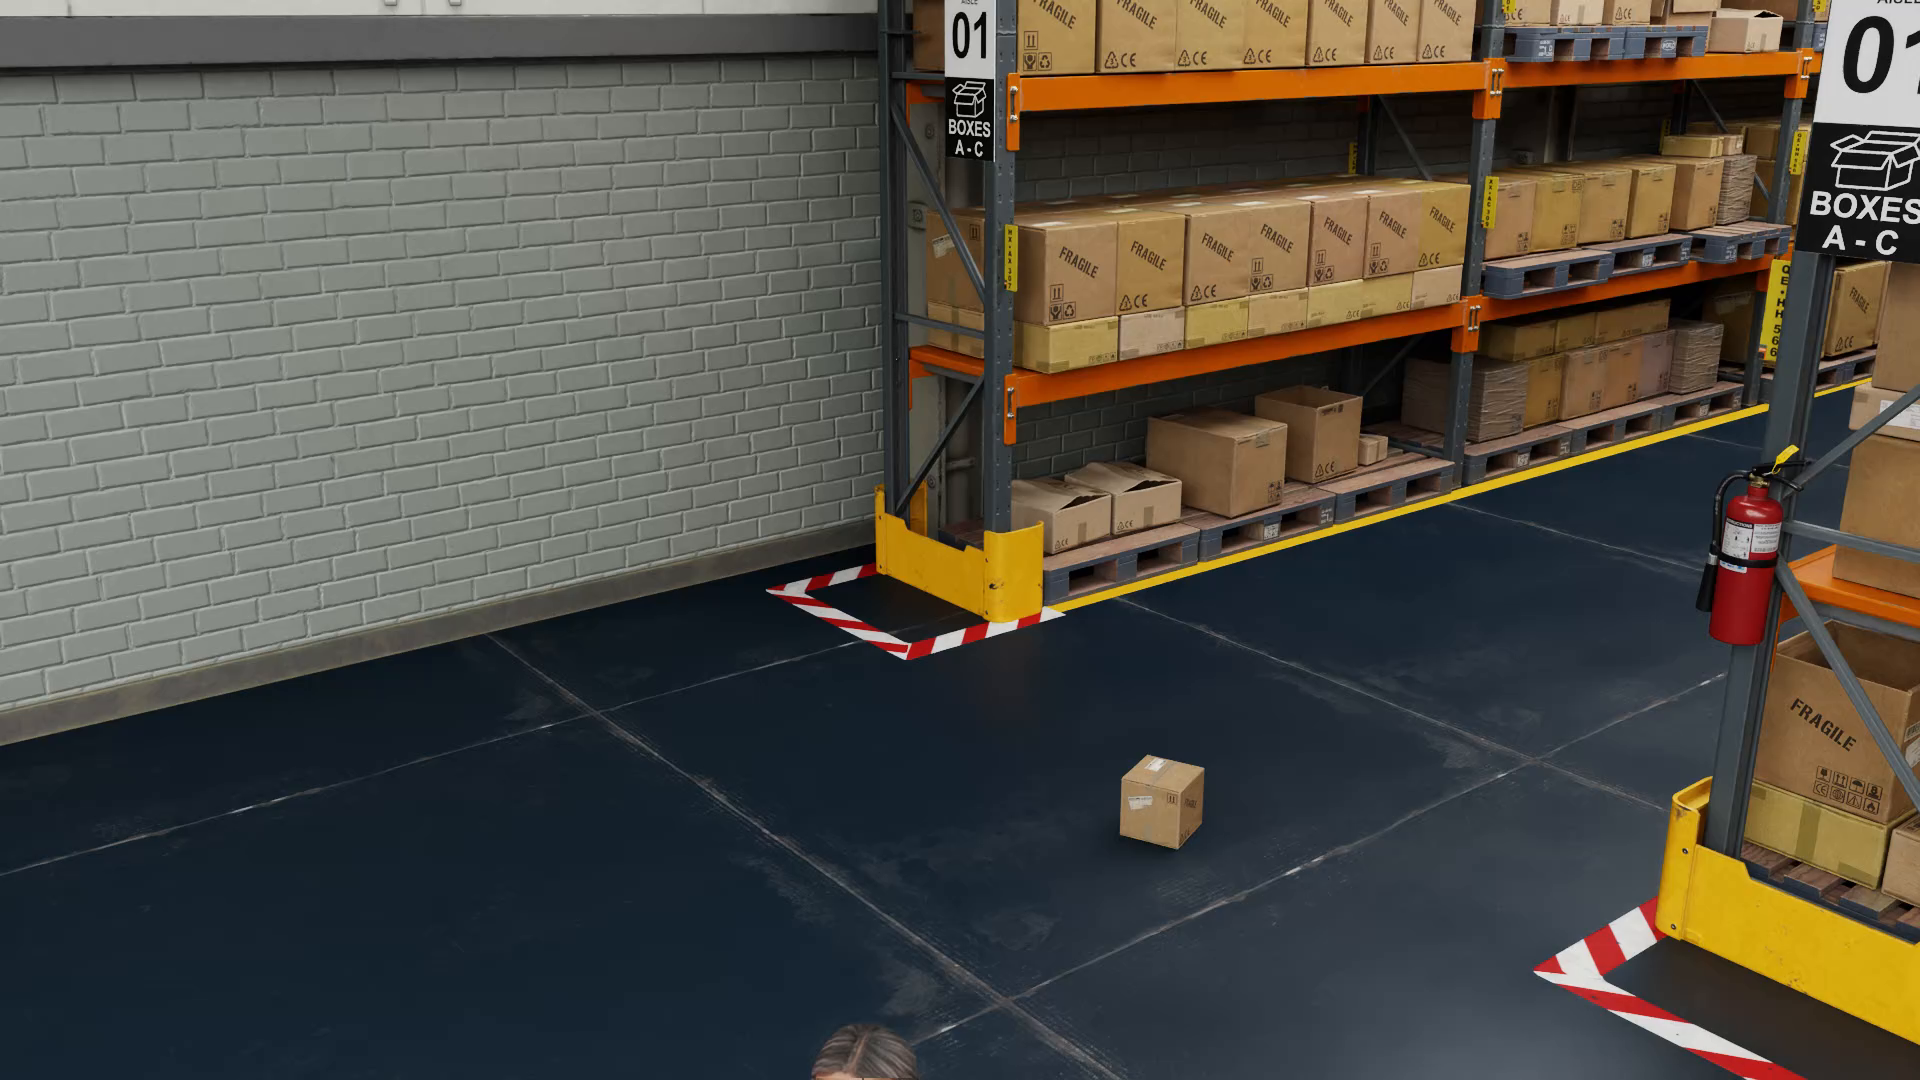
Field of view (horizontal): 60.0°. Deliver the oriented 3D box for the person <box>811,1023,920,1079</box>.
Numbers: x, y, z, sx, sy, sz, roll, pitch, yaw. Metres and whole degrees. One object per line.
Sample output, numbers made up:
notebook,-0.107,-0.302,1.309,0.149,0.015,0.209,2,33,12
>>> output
person,-0.168,1.519,2.773,0.444,1.649,0.491,3,18,10
